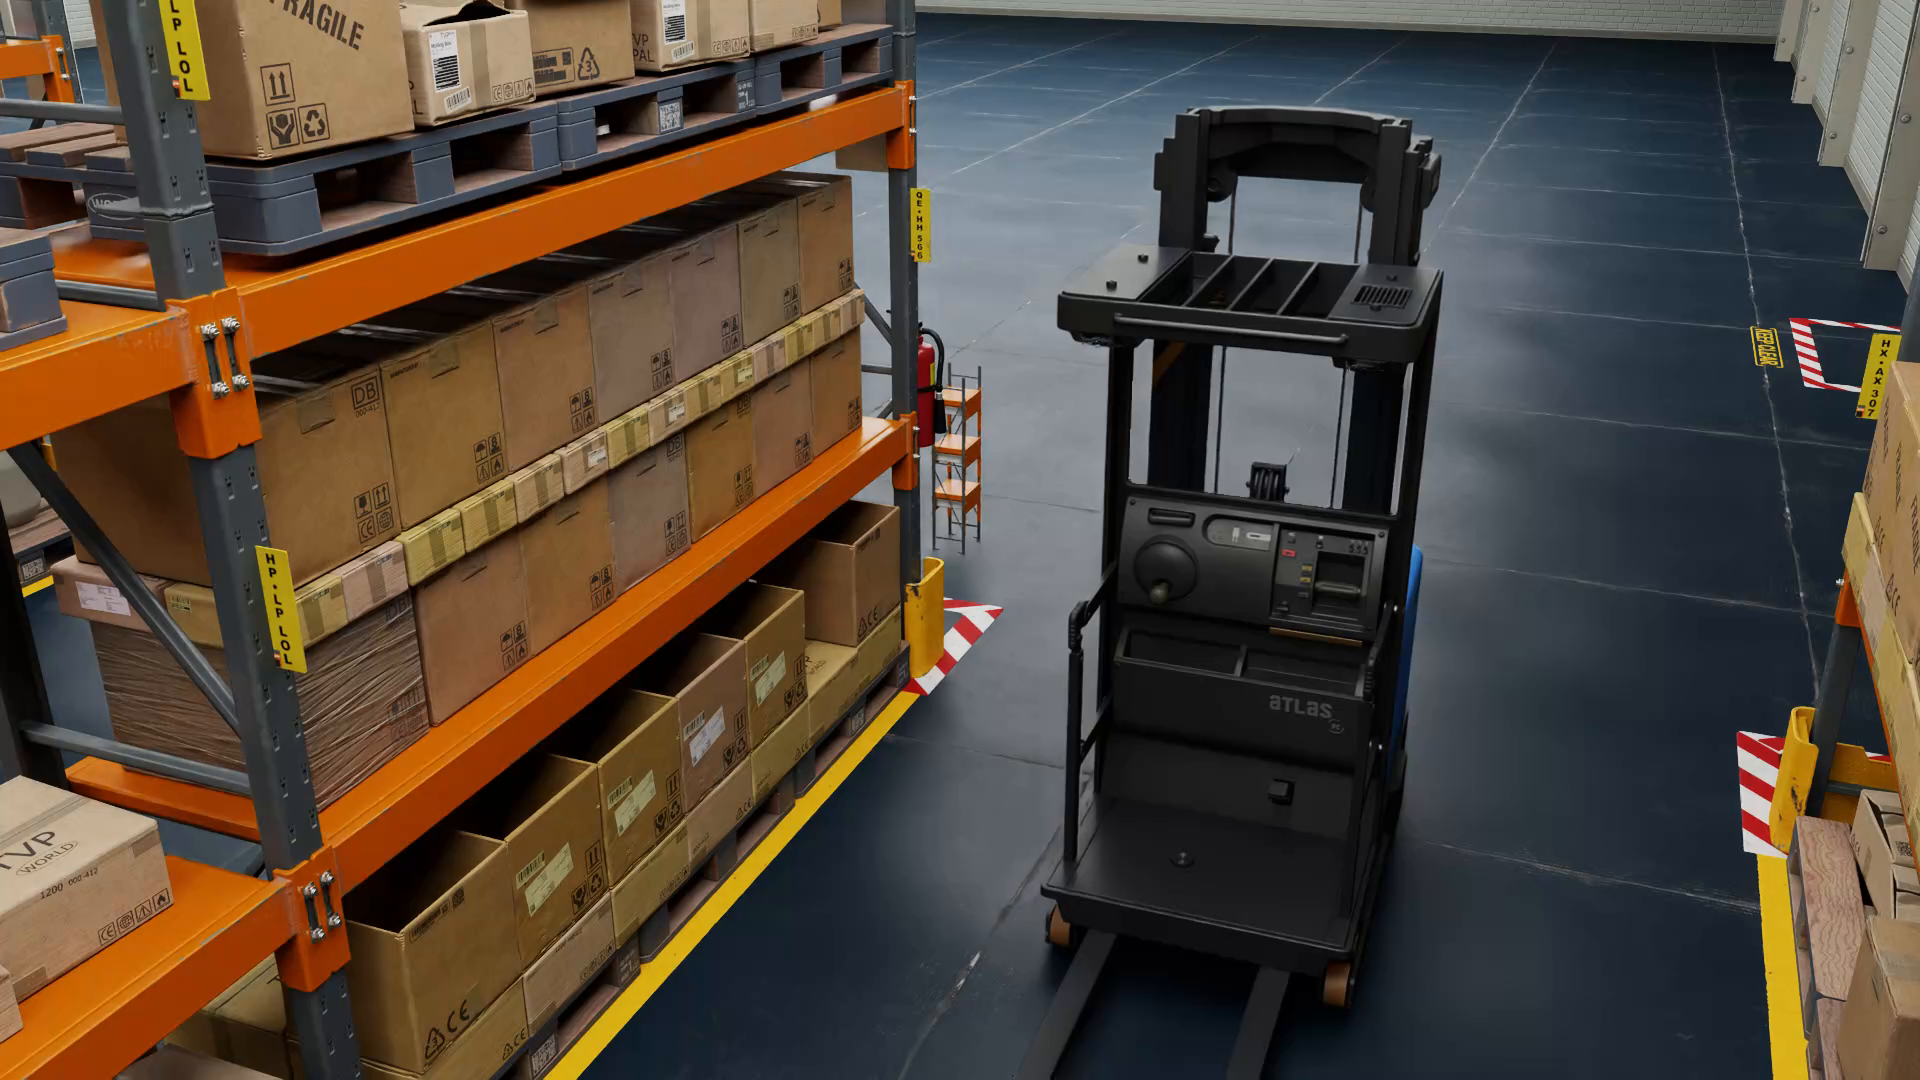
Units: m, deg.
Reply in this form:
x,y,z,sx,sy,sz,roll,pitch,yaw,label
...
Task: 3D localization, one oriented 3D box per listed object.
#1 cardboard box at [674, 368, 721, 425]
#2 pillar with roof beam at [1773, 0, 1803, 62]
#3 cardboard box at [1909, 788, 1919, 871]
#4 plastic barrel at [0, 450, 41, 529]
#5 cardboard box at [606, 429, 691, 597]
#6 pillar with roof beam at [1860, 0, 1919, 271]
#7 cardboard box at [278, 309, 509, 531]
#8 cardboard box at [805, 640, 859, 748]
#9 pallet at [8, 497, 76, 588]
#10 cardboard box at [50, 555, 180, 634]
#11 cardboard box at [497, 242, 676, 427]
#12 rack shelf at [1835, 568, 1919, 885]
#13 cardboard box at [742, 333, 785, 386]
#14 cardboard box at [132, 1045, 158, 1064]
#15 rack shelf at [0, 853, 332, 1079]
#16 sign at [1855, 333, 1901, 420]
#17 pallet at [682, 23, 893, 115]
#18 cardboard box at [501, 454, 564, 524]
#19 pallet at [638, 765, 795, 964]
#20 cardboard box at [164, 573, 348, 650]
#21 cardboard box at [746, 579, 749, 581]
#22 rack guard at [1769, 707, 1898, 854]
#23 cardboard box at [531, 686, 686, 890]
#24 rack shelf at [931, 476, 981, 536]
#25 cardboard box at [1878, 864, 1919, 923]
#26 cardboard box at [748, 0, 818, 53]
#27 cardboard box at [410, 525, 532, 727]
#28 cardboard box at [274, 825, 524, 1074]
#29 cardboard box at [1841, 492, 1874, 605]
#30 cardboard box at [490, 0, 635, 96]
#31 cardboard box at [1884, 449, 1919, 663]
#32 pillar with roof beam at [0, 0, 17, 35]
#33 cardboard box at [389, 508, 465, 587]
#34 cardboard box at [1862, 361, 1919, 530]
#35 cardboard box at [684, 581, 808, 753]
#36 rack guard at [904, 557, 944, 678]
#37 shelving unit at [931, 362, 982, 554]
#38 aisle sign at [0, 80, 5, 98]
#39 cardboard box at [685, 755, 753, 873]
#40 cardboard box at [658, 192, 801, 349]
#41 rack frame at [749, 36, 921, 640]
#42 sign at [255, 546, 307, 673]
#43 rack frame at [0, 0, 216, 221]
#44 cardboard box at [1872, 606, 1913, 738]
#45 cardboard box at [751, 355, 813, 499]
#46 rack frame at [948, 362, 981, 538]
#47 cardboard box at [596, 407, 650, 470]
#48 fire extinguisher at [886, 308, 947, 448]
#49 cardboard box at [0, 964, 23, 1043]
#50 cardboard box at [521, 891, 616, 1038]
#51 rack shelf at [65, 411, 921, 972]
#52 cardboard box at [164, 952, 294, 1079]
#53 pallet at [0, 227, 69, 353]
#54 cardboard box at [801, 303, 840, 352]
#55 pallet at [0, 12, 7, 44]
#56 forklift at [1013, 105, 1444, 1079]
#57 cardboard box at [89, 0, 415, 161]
x,y,z,sx,sy,sz,roll,pitch,yaw,label
-1.121,-0.555,6.216,0.380,0.149,0.250,9,24,22,cardboard box
11.614,-13.875,31.293,9.100,9.000,0.400,9,24,20,pillar with roof beam
2.698,0.790,4.136,0.500,0.250,0.500,9,24,20,cardboard box
-5.448,-0.347,9.372,0.421,0.512,0.421,0,23,0,plastic barrel
-1.434,-0.164,6.121,0.700,0.500,0.500,10,24,22,cardboard box
4.927,-7.434,15.872,9.100,9.000,0.400,9,24,20,pillar with roof beam
-1.817,-0.391,4.982,0.700,0.500,0.500,9,24,20,cardboard box
-0.776,0.653,7.319,0.500,0.250,0.500,9,24,20,cardboard box
-5.566,0.063,9.326,1.003,0.211,1.213,9,24,20,pallet
-2.260,0.121,4.598,0.380,0.149,0.250,9,24,20,cardboard box
-1.444,-0.749,5.839,0.700,0.500,0.500,9,24,20,cardboard box
3.181,0.918,4.593,1.077,0.370,4.000,9,24,20,rack shelf
-0.928,-0.744,6.667,0.380,0.149,0.250,9,24,21,cardboard box
-2.547,1.523,4.508,0.500,0.311,0.500,9,24,20,cardboard box
-2.905,1.642,2.861,1.077,0.370,4.000,9,24,20,rack shelf
3.420,-0.607,6.187,0.100,0.325,0.005,9,24,20,sign
-0.963,-1.931,6.705,1.003,0.211,1.213,9,24,20,pallet
-1.504,-0.186,5.331,0.380,0.149,0.250,8,24,18,cardboard box
-1.377,1.164,6.689,1.003,0.211,1.213,9,24,20,pallet
-1.883,0.180,4.455,0.380,0.149,0.250,9,24,20,cardboard box
-1.266,0.231,7.355,0.500,0.500,0.500,9,24,20,cardboard box
3.896,1.051,6.585,1.175,0.500,0.348,9,24,20,rack guard
-1.328,0.844,5.887,0.500,0.500,0.500,9,24,20,cardboard box
-0.020,-0.199,9.613,0.215,0.259,0.240,9,24,20,rack shelf
3.372,1.347,5.551,0.500,0.311,0.500,11,25,24,cardboard box
-0.860,-1.961,6.129,0.500,0.250,0.500,9,24,20,cardboard box
-1.814,0.199,5.253,0.700,0.500,0.500,9,24,20,cardboard box
-1.700,1.202,5.030,0.500,0.500,0.500,9,24,20,cardboard box
3.448,0.060,5.884,0.500,0.250,0.500,8,24,19,cardboard box
-1.434,-1.667,5.098,0.797,0.503,0.637,12,25,26,cardboard box
3.077,0.072,4.882,0.500,0.500,0.500,8,24,18,cardboard box
-14.096,-12.858,28.858,9.100,9.000,0.400,9,24,20,pillar with roof beam
-1.695,-0.002,4.892,0.380,0.149,0.250,8,24,19,cardboard box
3.468,-0.288,5.743,0.500,0.500,0.500,9,24,20,cardboard box
-0.957,0.486,6.744,0.500,0.500,0.500,9,24,20,cardboard box
-0.668,0.308,8.365,1.175,0.500,0.348,9,24,20,rack guard
-0.020,-0.465,9.502,0.215,1.050,0.252,9,24,20,shelving unit
-5.520,-2.815,9.225,0.394,0.787,0.004,9,24,20,aisle sign
-1.148,1.010,6.462,0.500,0.250,0.500,9,24,20,cardboard box
-1.072,-1.109,6.700,0.700,0.500,0.500,8,24,19,cardboard box
-0.677,-0.837,7.863,1.000,3.000,0.127,9,24,20,rack frame
-1.655,0.171,4.050,0.100,0.325,0.005,9,24,20,sign
-2.162,-2.174,3.280,1.000,3.000,0.127,9,24,20,rack frame
3.074,0.429,5.000,0.500,0.250,0.500,8,24,19,cardboard box
-1.053,-0.530,6.996,0.700,0.500,0.500,9,24,21,cardboard box
0.025,-0.509,9.606,0.200,1.050,0.008,9,24,20,rack frame
-1.311,-0.375,5.784,0.380,0.149,0.250,9,24,20,cardboard box
-0.201,-0.777,7.820,0.296,0.674,0.183,9,24,20,fire extinguisher
-2.319,0.997,3.646,0.396,0.266,0.258,8,24,19,cardboard box
-1.518,1.368,5.605,0.500,0.250,0.500,9,24,20,cardboard box
-1.420,0.210,6.288,1.077,0.370,4.000,9,24,20,rack shelf
-2.193,1.472,5.357,0.500,0.250,0.500,9,24,20,cardboard box
-2.478,-0.384,3.135,0.805,0.209,1.217,8,24,18,pallet
-0.738,-0.925,7.101,0.380,0.149,0.250,9,24,21,cardboard box
-5.672,-2.563,8.347,1.003,0.211,1.213,9,24,20,pallet
0.955,0.107,5.691,1.130,2.935,3.031,8,24,19,forklift
-1.731,-1.237,4.072,0.500,0.500,0.500,11,25,24,cardboard box
